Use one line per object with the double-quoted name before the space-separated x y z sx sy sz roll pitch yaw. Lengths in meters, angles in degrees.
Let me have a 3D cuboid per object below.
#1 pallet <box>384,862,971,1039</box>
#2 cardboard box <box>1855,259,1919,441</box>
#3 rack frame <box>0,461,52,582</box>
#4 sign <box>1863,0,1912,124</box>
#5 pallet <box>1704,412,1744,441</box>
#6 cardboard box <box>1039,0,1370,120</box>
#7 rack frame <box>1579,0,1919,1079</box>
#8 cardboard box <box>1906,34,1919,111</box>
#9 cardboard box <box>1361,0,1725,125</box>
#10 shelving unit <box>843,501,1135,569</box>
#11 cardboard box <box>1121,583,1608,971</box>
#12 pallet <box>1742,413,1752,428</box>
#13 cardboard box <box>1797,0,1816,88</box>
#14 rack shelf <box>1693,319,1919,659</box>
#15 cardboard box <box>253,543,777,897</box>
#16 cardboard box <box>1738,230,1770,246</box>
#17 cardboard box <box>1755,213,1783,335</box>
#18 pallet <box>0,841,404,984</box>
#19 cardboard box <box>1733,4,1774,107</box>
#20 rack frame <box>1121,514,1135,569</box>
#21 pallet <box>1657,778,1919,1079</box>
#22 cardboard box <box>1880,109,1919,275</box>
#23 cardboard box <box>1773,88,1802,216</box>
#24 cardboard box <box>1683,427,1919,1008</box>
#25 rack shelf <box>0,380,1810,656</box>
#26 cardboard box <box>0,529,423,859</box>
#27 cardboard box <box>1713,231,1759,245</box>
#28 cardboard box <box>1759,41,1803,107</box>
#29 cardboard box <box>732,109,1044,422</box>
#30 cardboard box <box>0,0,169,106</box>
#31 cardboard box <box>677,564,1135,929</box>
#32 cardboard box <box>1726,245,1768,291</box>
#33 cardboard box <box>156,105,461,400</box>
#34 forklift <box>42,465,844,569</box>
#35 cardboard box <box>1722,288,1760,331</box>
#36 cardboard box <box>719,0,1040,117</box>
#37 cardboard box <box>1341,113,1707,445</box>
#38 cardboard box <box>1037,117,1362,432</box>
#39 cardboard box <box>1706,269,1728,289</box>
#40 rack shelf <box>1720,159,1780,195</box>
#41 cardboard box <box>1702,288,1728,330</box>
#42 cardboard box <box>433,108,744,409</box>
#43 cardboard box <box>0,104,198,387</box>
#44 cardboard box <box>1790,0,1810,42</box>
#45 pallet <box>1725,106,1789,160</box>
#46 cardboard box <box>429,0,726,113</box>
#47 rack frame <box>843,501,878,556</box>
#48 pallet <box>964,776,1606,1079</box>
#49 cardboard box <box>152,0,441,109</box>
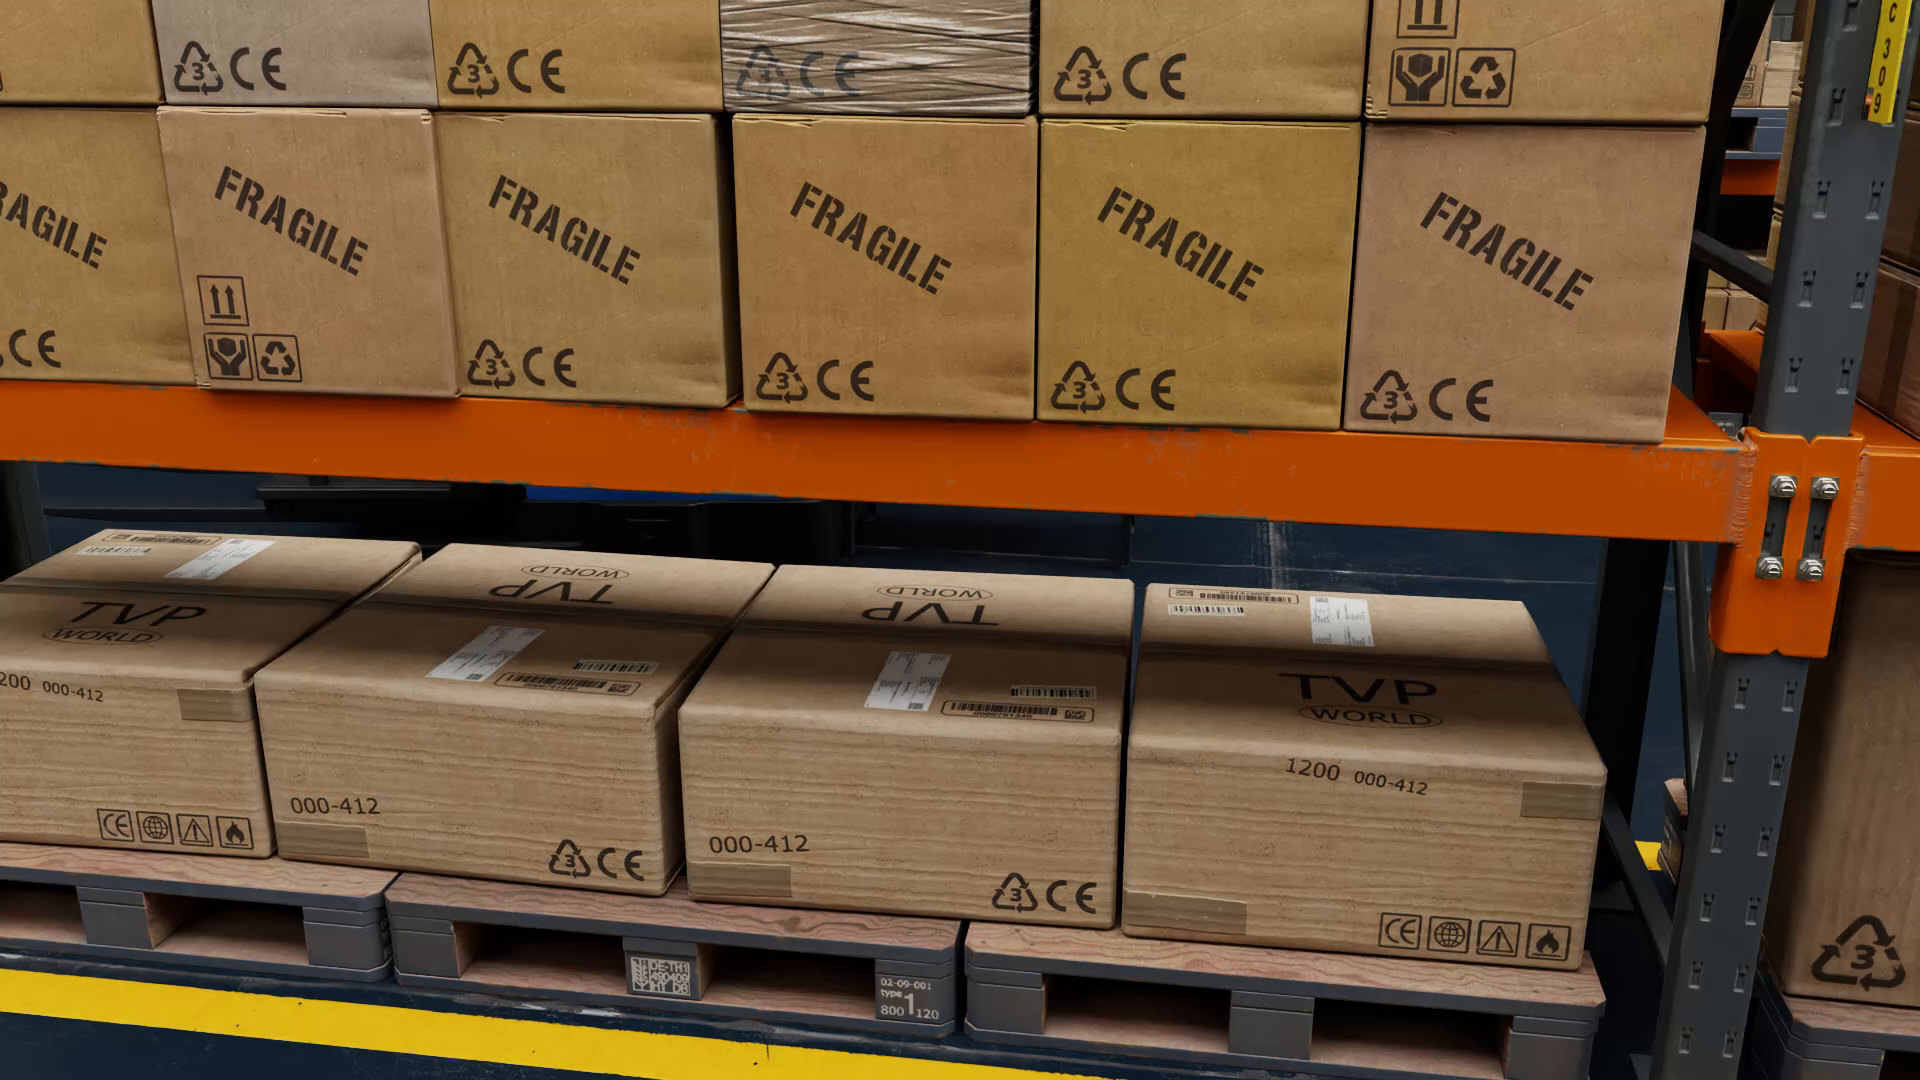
"pallet" -0.530 0.712 3.844 1.213 0.211 1.003 3 19 9
"cardboard box" 1.809 -0.311 2.743 0.500 0.250 0.500 2 19 7
"rack frame" -2.533 -0.689 3.634 0.127 3.000 1.000 3 19 9
"sign" 1.330 -0.762 2.363 0.005 0.325 0.100 3 19 9
"pallet" 3.009 -0.691 8.036 1.213 0.211 1.003 3 19 9
"cardboard box" 0.407 -0.974 2.754 0.500 0.500 0.500 3 19 8
"rack frame" 1.417 -0.487 3.032 0.127 3.000 1.000 3 19 9
"cardboard box" 1.806 -0.897 2.522 0.500 0.500 0.500 3 19 9
"cardboard box" 0.907 -0.946 2.670 0.500 0.500 0.500 3 19 8
"shelving unit" 0.127 -0.709 6.058 1.048 1.500 0.538 3 19 8
"cardboard box" 0.814 0.463 3.567 0.875 0.438 0.875 3 19 8
"pallet" 4.218 -0.630 7.855 1.213 0.211 1.003 3 19 9
"cardboard box" 1.898 -1.065 3.026 0.500 0.500 0.500 4 19 10
"rack shelf" 3.391 -0.046 2.846 4.000 0.370 1.077 3 19 9
"cardboard box" -0.960 0.373 3.839 0.875 0.438 0.875 3 19 10
"cardboard box" 3.894 -1.384 7.967 0.250 0.149 0.380 3 19 9
"cardboard box" 1.900 -0.473 3.225 0.500 0.250 0.500 2 19 7
"pallet" -1.731 0.649 4.029 1.213 0.211 1.003 3 19 9
"cardboard box" 3.154 -2.169 7.238 0.500 0.500 0.700 3 19 9
"rack frame" 0.630 -0.687 5.992 0.032 1.500 0.500 3 19 8
"pallet" 2.191 0.850 3.429 1.213 0.211 1.003 3 19 9
"cardboard box" 1.806 -0.543 2.647 0.500 0.250 0.500 2 19 7
"cardboard box" 1.891 -0.707 3.138 0.500 0.250 0.500 3 19 9
"cardboard box" 2.042 0.327 3.285 0.875 0.875 0.875 4 19 10
"rack shelf" -0.558 -0.247 3.447 4.000 0.370 1.077 3 19 9
"cardboard box" -1.865 0.329 3.968 0.875 0.438 0.875 2 19 7
"cardboard box" 3.632 -1.379 7.953 0.250 0.149 0.380 3 19 10
"cardboard box" 3.511 -1.988 7.067 0.258 0.266 0.396 4 19 11
"cardboard box" -0.089 -0.523 2.981 0.500 0.500 0.500 3 19 8
"cardboard box" -1.593 -1.073 3.049 0.500 0.500 0.500 2 19 7
"cardboard box" -0.070 0.418 3.701 0.875 0.438 0.875 2 19 7
"cardboard box" 3.567 -1.230 7.506 0.250 0.149 0.380 3 19 9
"cardboard box" -1.101 -0.574 3.134 0.500 0.500 0.500 3 19 8
"forklift" -1.941 -1.394 5.851 3.031 2.935 1.130 0 19 0
"cardboard box" 3.662 -0.911 7.577 0.500 0.500 0.500 2 19 7
"cardboard box" -0.097 -0.997 2.822 0.500 0.500 0.500 3 19 9
"cardboard box" 0.918 -0.478 2.847 0.500 0.500 0.500 3 19 9
"cardboard box" 0.409 -0.502 2.919 0.500 0.500 0.500 2 19 7
"cardboard box" 3.326 -1.254 7.579 0.250 0.149 0.380 3 19 8
"rack shelf" 4.175 -1.601 7.494 4.000 0.370 1.077 3 19 9
"cardboard box" 3.170 -0.938 7.656 0.500 0.500 0.500 3 19 8
"cardboard box" -0.604 -0.554 3.074 0.500 0.500 0.500 4 19 10
"cardboard box" -1.600 -0.605 3.227 0.500 0.500 0.500 3 19 8
"cardboard box" 3.929 -2.129 7.120 0.500 0.500 0.700 3 19 8
"pallet" 2.972 -1.877 7.489 1.213 0.211 1.003 3 19 9
"cardboard box" -0.590 -1.025 2.905 0.500 0.500 0.500 3 19 9
"rack frame" -0.377 -0.731 6.125 0.032 1.500 0.500 3 19 8
"pallet" 0.678 0.772 3.662 1.213 0.211 1.003 3 19 9
"cardboard box" -1.083 -1.050 2.979 0.500 0.500 0.500 3 19 8
